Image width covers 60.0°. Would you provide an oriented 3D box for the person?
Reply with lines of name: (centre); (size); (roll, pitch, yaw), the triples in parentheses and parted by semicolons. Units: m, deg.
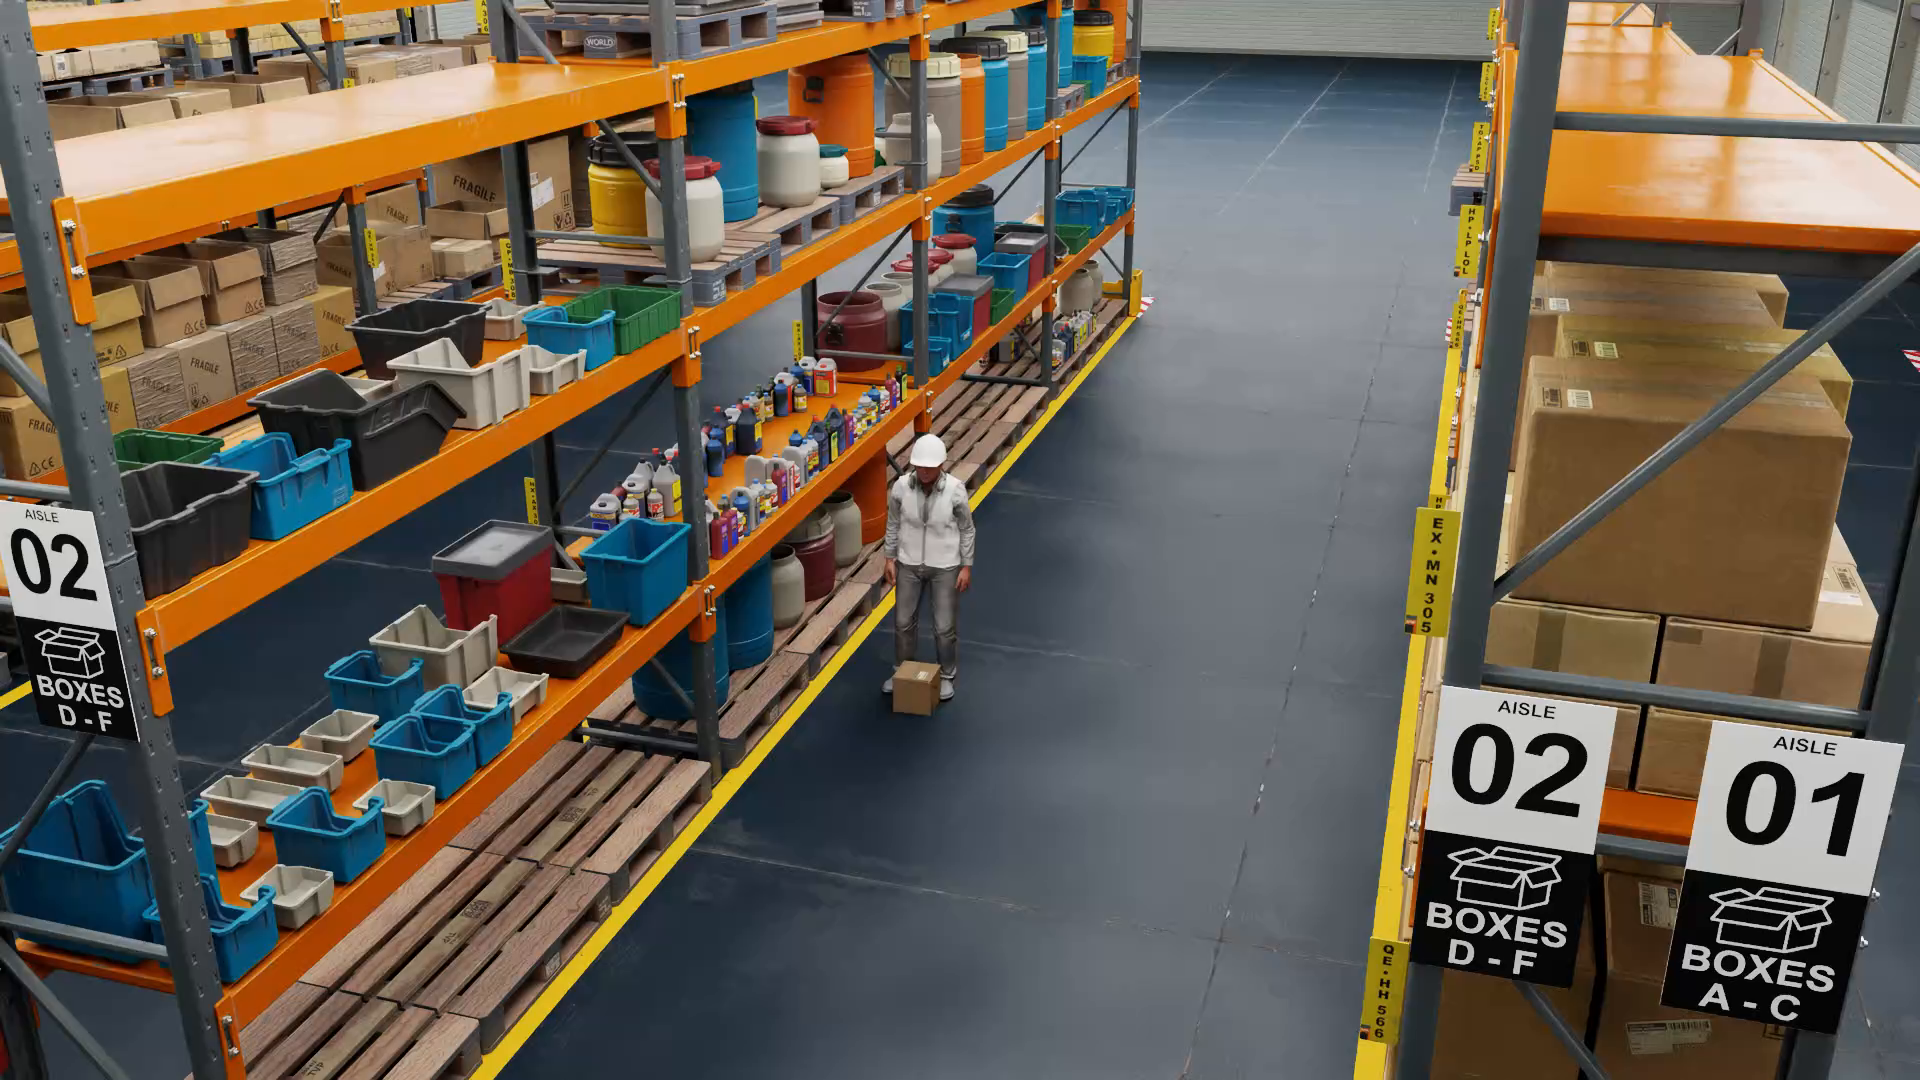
person: (-0.201, 0.157, 10.660); (0.593, 1.770, 0.456); (5, 22, 13)
